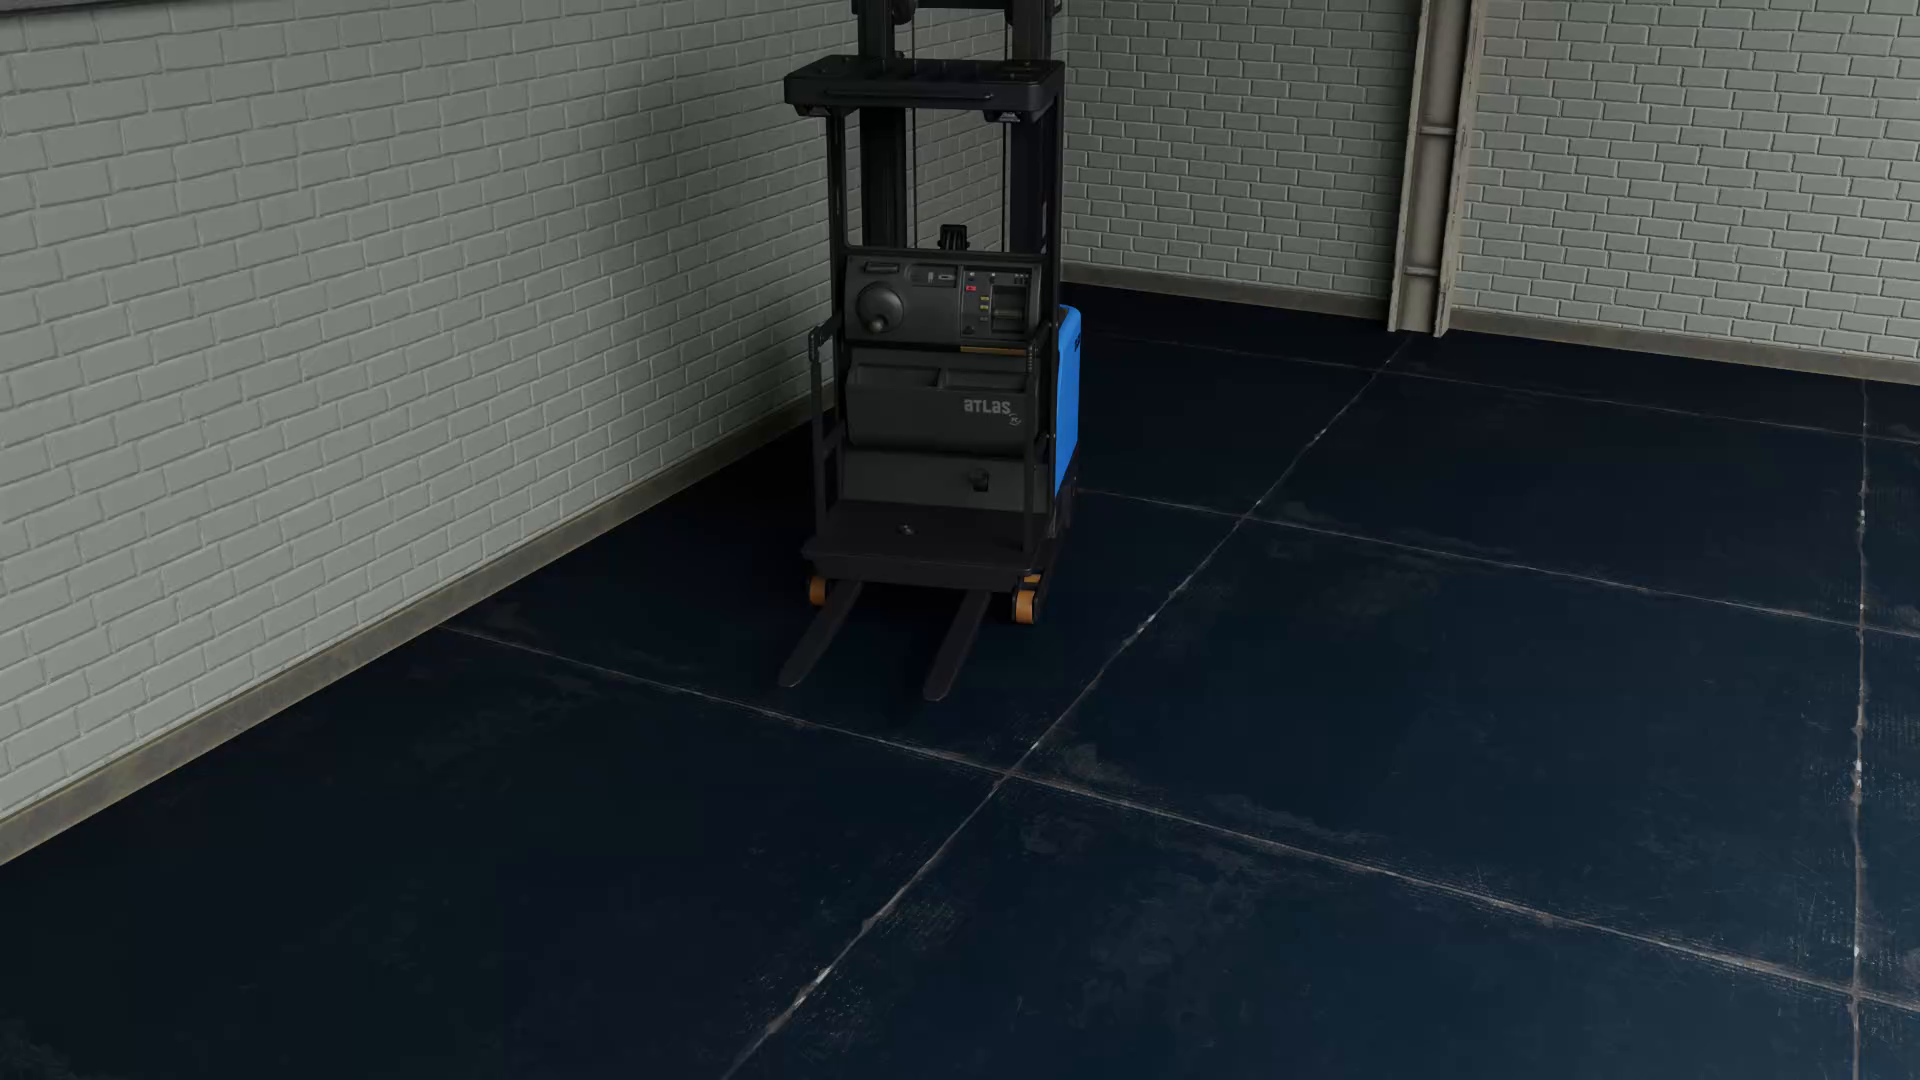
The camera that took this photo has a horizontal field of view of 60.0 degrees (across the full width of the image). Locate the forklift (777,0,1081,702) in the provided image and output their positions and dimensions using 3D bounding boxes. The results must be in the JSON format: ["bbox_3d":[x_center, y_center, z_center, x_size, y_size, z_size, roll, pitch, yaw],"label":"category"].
[{"bbox_3d":[-0.122,-1.107,7.608,1.130,2.935,3.031,4,23,10],"label":"forklift"}]

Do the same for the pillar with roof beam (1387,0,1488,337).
[{"bbox_3d":[1.493,-4.221,7.176,0.400,9.000,9.100,11,25,25],"label":"pillar with roof beam"}]
